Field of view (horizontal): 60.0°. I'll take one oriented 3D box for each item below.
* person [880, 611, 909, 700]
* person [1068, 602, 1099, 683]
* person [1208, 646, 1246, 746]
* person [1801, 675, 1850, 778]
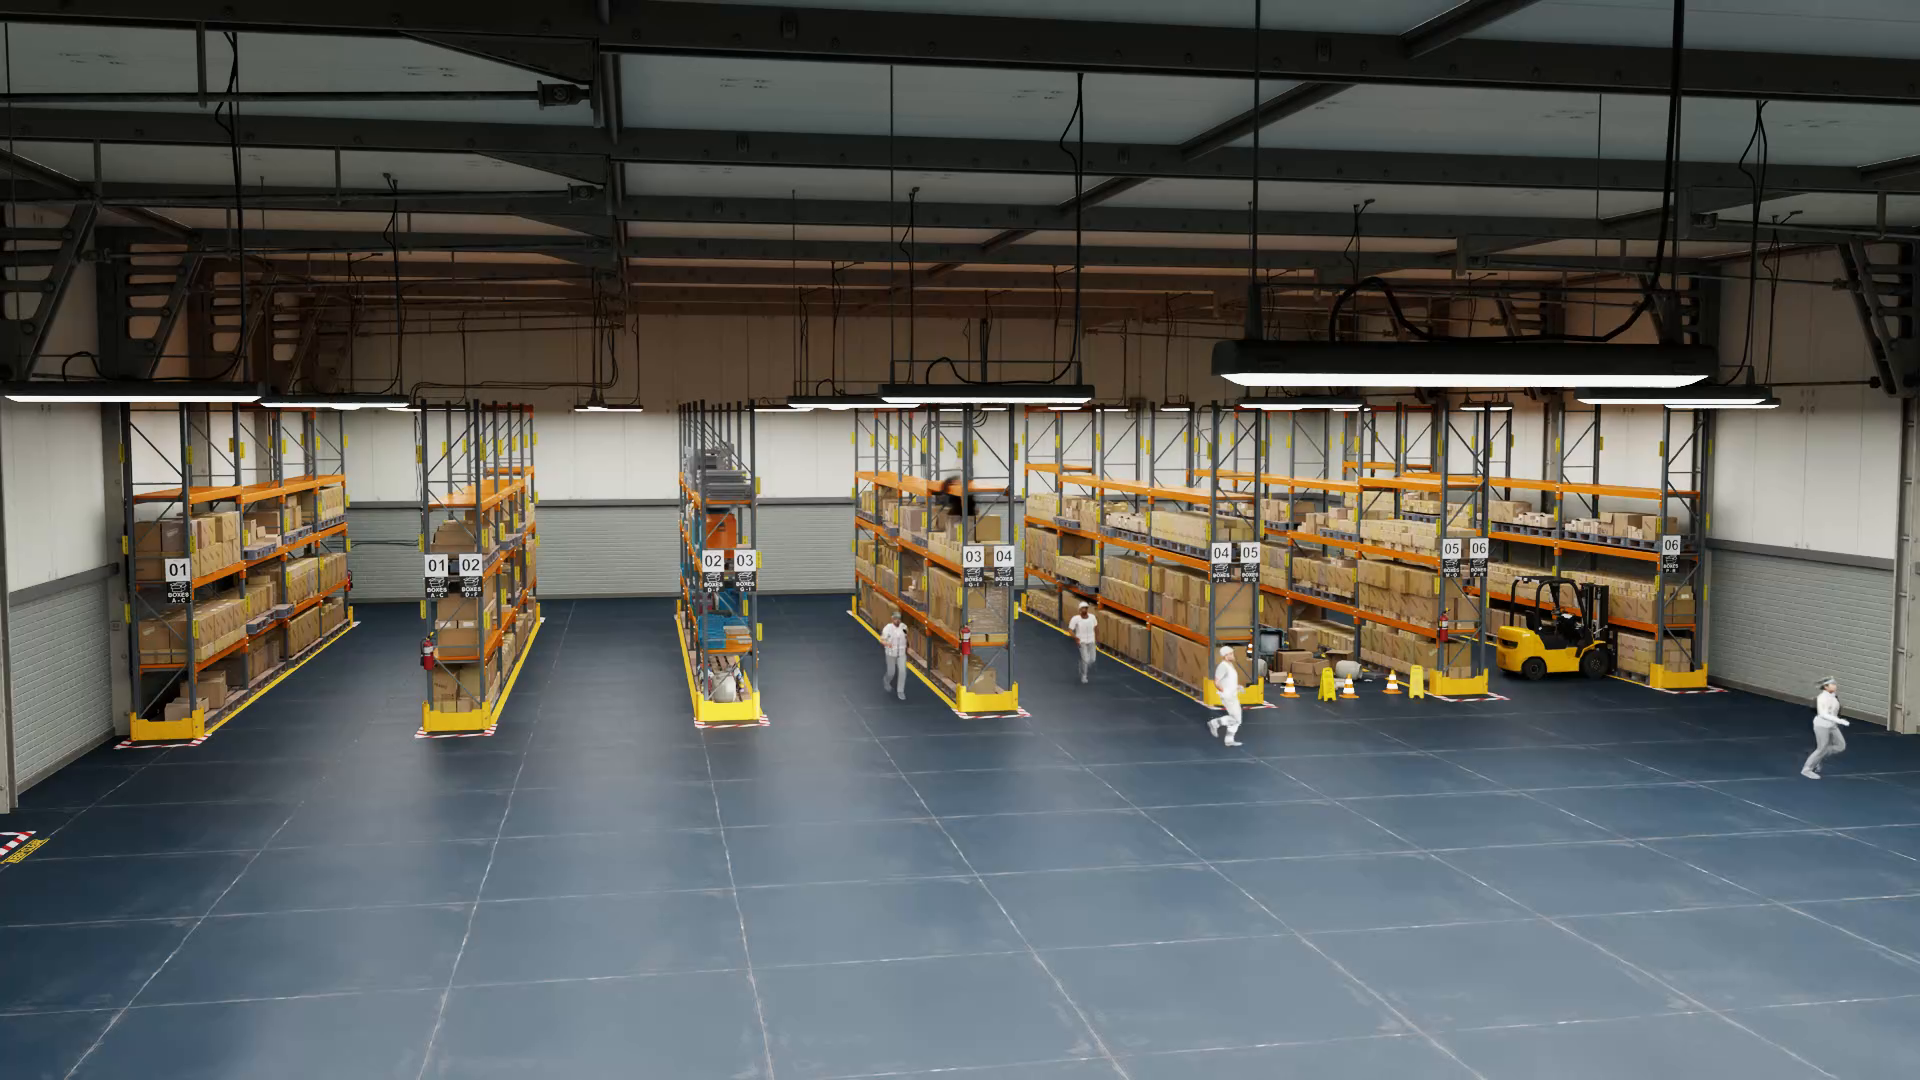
[{"bbox_3d":[-1.318,2.297,33.695,0.631,1.768,0.943,-1,5,-17],"label":"person"},{"bbox_3d":[2.663,2.179,35.587,0.698,1.728,0.546,-1,5,-19],"label":"person"},{"bbox_3d":[4.607,2.699,28.730,0.592,1.741,0.672,2,5,24],"label":"person"},{"bbox_3d":[13.630,2.929,26.115,0.638,1.658,0.679,-4,6,-43],"label":"person"}]
